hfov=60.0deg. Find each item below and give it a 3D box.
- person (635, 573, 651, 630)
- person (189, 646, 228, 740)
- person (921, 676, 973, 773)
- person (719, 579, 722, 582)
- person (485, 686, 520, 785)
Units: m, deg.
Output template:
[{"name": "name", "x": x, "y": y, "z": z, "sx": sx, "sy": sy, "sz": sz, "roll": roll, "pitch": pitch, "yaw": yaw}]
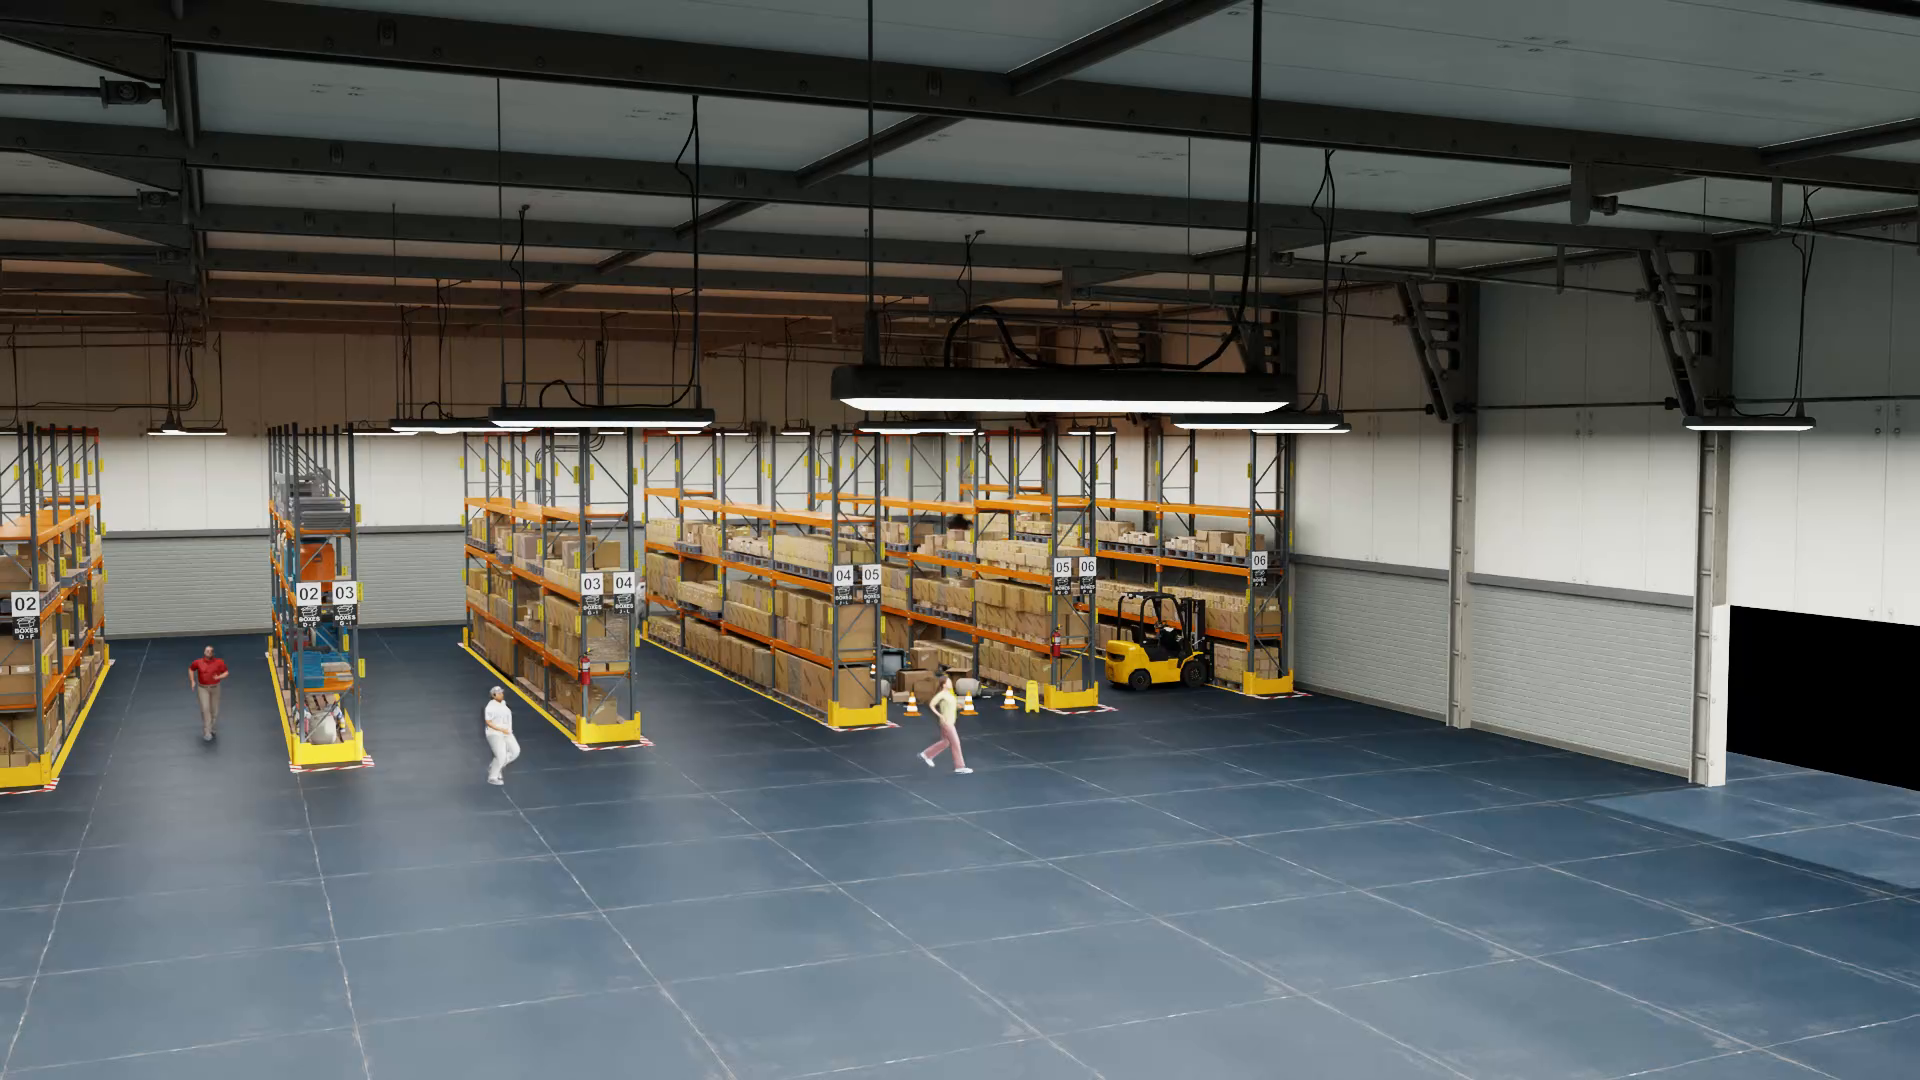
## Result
[{"name": "person", "x": -9.342, "y": 1.856, "z": 48.799, "sx": 0.923, "sy": 1.804, "sz": 0.723, "roll": -2, "pitch": 4, "yaw": -30}, {"name": "person", "x": -14.371, "y": 2.897, "z": 31.865, "sx": 0.665, "sy": 1.743, "sz": 0.879, "roll": -2, "pitch": 4, "yaw": -34}, {"name": "person", "x": -0.235, "y": 3.134, "z": 28.416, "sx": 0.960, "sy": 1.646, "sz": 0.581, "roll": 1, "pitch": 4, "yaw": 16}, {"name": "person", "x": -6.930, "y": 1.924, "z": 48.133, "sx": 0.614, "sy": 1.703, "sz": 0.908, "roll": -2, "pitch": 4, "yaw": -30}, {"name": "person", "x": -7.603, "y": 3.229, "z": 27.574, "sx": 0.508, "sy": 1.630, "sz": 0.616, "roll": 1, "pitch": 4, "yaw": 16}]
